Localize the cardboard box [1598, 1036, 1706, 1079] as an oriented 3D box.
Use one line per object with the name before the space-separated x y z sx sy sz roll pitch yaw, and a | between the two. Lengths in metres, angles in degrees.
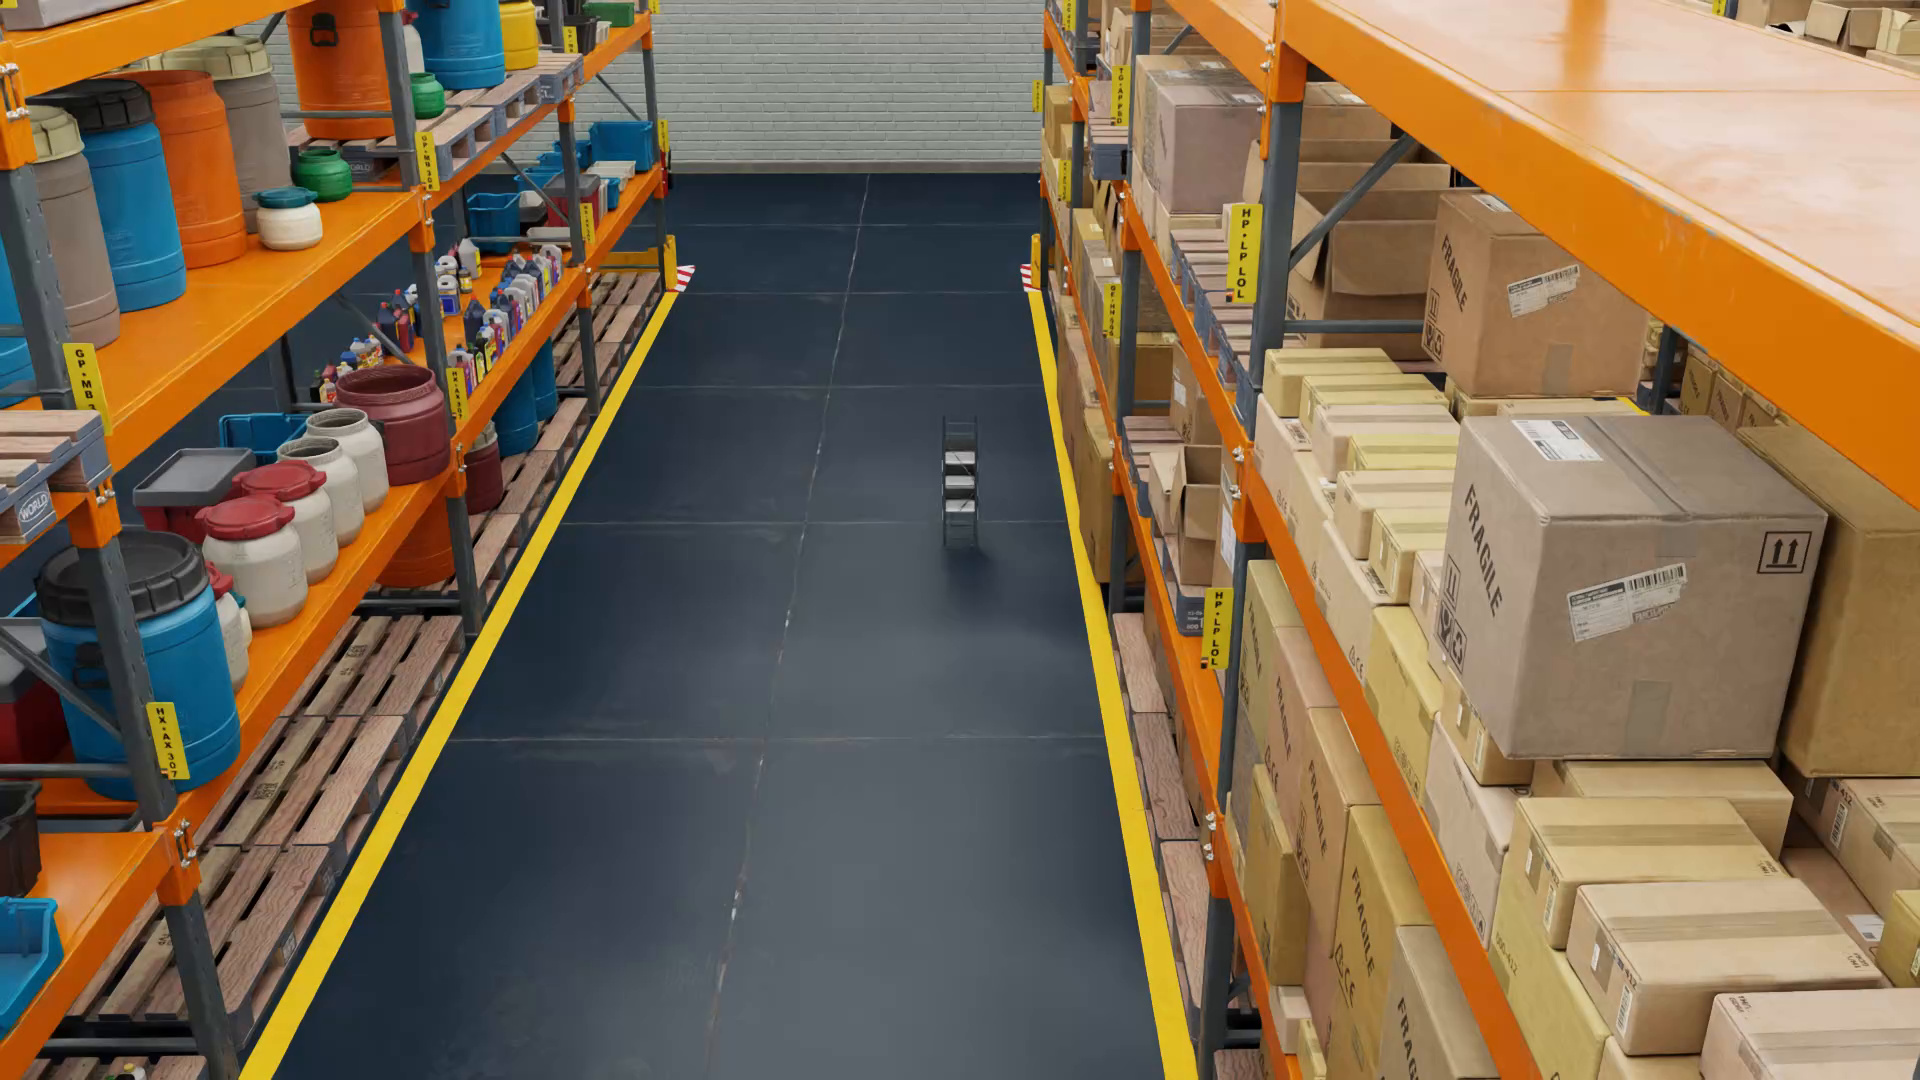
cardboard box | 1.266 0.997 2.448 0.500 0.250 0.500 0 24 1

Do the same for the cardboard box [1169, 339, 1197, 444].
cardboard box | 1.484 -0.819 9.289 0.500 0.500 0.500 -3 25 -7

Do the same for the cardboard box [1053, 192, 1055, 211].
cardboard box | 1.048 -3.096 15.261 0.380 0.149 0.250 0 24 0

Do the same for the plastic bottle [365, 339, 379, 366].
plastic bottle | -3.937 -1.239 11.091 0.097 0.201 0.097 0 24 0

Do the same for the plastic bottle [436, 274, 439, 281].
plastic bottle | -3.955 -1.908 12.570 0.097 0.201 0.097 0 24 0

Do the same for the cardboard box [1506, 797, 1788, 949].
cardboard box | 1.186 0.576 2.894 0.380 0.149 0.250 0 24 0

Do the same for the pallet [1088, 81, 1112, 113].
pallet | 1.363 -2.811 10.913 1.003 0.211 1.213 1 24 2

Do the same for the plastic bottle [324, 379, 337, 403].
plastic bottle | -3.929 -0.904 10.349 0.097 0.201 0.097 0 24 0

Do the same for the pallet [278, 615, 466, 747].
pallet | -3.545 0.808 9.707 1.003 0.211 1.213 0 24 -1

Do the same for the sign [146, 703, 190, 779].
sign | -2.921 0.743 6.132 0.100 0.325 0.005 0 24 -1

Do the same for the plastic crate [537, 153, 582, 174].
plastic crate | -3.921 -3.655 16.321 0.416 0.233 0.300 0 24 -1

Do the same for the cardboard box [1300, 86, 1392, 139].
cardboard box | 1.700 -1.833 7.795 0.500 0.500 0.500 0 24 0

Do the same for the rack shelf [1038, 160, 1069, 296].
rack shelf | 1.373 -2.949 15.502 1.077 0.370 4.000 0 24 -1

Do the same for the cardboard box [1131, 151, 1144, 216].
cardboard box | 1.189 -1.908 8.870 0.500 0.250 0.500 0 24 0

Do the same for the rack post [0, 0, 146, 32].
rack post | -3.578 -2.769 6.710 1.013 1.000 3.121 0 24 -1

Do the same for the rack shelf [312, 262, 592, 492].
rack shelf | -3.536 -1.278 11.809 1.077 0.370 4.000 0 24 -1

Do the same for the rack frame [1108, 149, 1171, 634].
rack frame | 1.438 -0.804 9.888 1.000 3.000 0.127 0 24 -1

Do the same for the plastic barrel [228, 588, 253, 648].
plastic barrel | -3.332 0.383 7.430 0.301 0.262 0.301 0 24 0

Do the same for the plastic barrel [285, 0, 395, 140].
plastic barrel | -3.518 -2.769 9.562 0.600 0.830 0.708 0 24 -1

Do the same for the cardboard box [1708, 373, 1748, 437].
cardboard box | 6.106 -0.962 12.760 0.500 0.500 0.500 1 24 2

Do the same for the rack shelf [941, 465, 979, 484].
rack shelf | 0.000 -0.465 11.549 0.258 0.077 0.200 0 24 -1

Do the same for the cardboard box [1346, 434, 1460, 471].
cardboard box | 1.276 -0.178 4.562 0.380 0.149 0.250 0 24 1

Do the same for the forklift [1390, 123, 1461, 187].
forklift | 3.842 -2.049 12.724 3.031 2.935 1.130 12 27 25

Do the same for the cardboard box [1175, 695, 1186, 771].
cardboard box | 1.497 0.873 8.680 0.700 0.500 0.500 2 24 4

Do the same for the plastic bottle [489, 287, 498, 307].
plastic bottle | -3.342 -1.693 12.009 0.097 0.271 0.097 0 24 0

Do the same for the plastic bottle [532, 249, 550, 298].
plastic bottle | -3.221 -2.030 12.659 0.144 0.351 0.185 0 24 -1

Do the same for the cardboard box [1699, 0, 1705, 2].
cardboard box | 6.066 -4.377 13.240 0.380 0.149 0.250 0 24 1

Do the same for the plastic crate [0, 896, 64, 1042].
plastic crate | -3.187 1.389 5.219 0.499 0.251 0.616 0 24 -1

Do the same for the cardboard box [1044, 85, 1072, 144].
cardboard box | 1.092 -4.104 16.096 0.500 0.500 0.500 -1 24 -2

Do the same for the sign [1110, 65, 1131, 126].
sign | 0.883 -2.443 9.149 0.100 0.325 0.005 0 24 -1

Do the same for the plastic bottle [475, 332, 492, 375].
plastic bottle | -3.159 -1.249 11.014 0.061 0.283 0.133 0 24 -1

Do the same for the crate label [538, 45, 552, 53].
crate label | -3.275 -3.879 13.368 0.293 0.136 0.466 0 24 -1

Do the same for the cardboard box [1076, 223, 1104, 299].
cardboard box | 1.156 -2.100 12.632 0.500 0.500 0.500 0 24 0

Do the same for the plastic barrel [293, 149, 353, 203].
plastic barrel | -3.461 -1.976 9.028 0.294 0.245 0.294 0 24 0

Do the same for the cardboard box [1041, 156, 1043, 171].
cardboard box | 1.025 -3.838 16.901 0.380 0.149 0.250 0 24 0

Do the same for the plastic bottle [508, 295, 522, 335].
plastic bottle | -3.169 -1.611 11.814 0.061 0.283 0.133 0 24 -1

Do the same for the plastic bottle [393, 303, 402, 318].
plastic bottle | -3.901 -1.496 11.559 0.061 0.283 0.133 0 24 -1

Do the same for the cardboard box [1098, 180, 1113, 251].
cardboard box | 1.406 -2.409 12.097 0.797 0.503 0.637 0 24 0

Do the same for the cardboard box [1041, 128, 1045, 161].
cardboard box | 1.086 -3.969 16.706 0.500 0.250 0.500 -1 24 -2

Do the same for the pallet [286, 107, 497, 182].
pallet | -3.425 -2.378 9.957 1.003 0.211 1.213 0 24 -1

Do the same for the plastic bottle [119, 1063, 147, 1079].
plastic bottle | -3.155 2.089 6.353 0.097 0.201 0.097 0 24 0

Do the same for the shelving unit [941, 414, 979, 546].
shelving unit | 0.000 -0.413 11.572 0.258 0.900 0.210 0 24 -1

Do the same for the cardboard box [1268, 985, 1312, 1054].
cardboard box | 1.177 1.461 5.185 0.380 0.149 0.250 0 24 -1

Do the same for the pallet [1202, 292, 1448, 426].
pallet | 1.582 -0.692 6.227 1.213 0.211 1.003 0 24 -1

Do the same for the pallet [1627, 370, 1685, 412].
pallet | 6.313 -1.439 14.675 1.003 0.211 1.213 0 24 -1

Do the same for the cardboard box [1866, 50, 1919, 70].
cardboard box | 6.119 -2.843 10.635 0.500 0.500 0.500 0 24 -1

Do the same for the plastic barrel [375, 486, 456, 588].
plastic barrel | -3.537 -0.186 10.645 0.600 0.830 0.708 0 24 -1

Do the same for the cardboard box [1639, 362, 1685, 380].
cardboard box | 6.010 -1.485 14.344 0.380 0.149 0.250 0 24 0

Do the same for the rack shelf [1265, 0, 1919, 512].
rack shelf | 1.504 -0.736 3.334 1.077 0.370 4.000 0 24 -1

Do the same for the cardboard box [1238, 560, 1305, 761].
cardboard box | 1.233 0.394 5.543 0.500 0.500 0.500 0 24 -1

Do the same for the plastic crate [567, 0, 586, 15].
plastic crate | -3.876 -5.225 16.182 0.497 0.269 0.590 0 24 -1

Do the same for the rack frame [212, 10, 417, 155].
rack frame | -3.515 -3.515 8.602 1.000 3.000 0.127 0 24 -1

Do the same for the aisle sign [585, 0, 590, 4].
aisle sign | -3.900 -5.291 16.654 0.394 0.787 0.004 0 24 -1

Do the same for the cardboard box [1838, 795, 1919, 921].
cardboard box | 1.790 0.575 2.898 0.380 0.149 0.250 1 24 2

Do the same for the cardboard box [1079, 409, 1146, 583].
cardboard box | 1.451 -0.312 10.868 1.225 0.875 0.875 -1 24 -3
